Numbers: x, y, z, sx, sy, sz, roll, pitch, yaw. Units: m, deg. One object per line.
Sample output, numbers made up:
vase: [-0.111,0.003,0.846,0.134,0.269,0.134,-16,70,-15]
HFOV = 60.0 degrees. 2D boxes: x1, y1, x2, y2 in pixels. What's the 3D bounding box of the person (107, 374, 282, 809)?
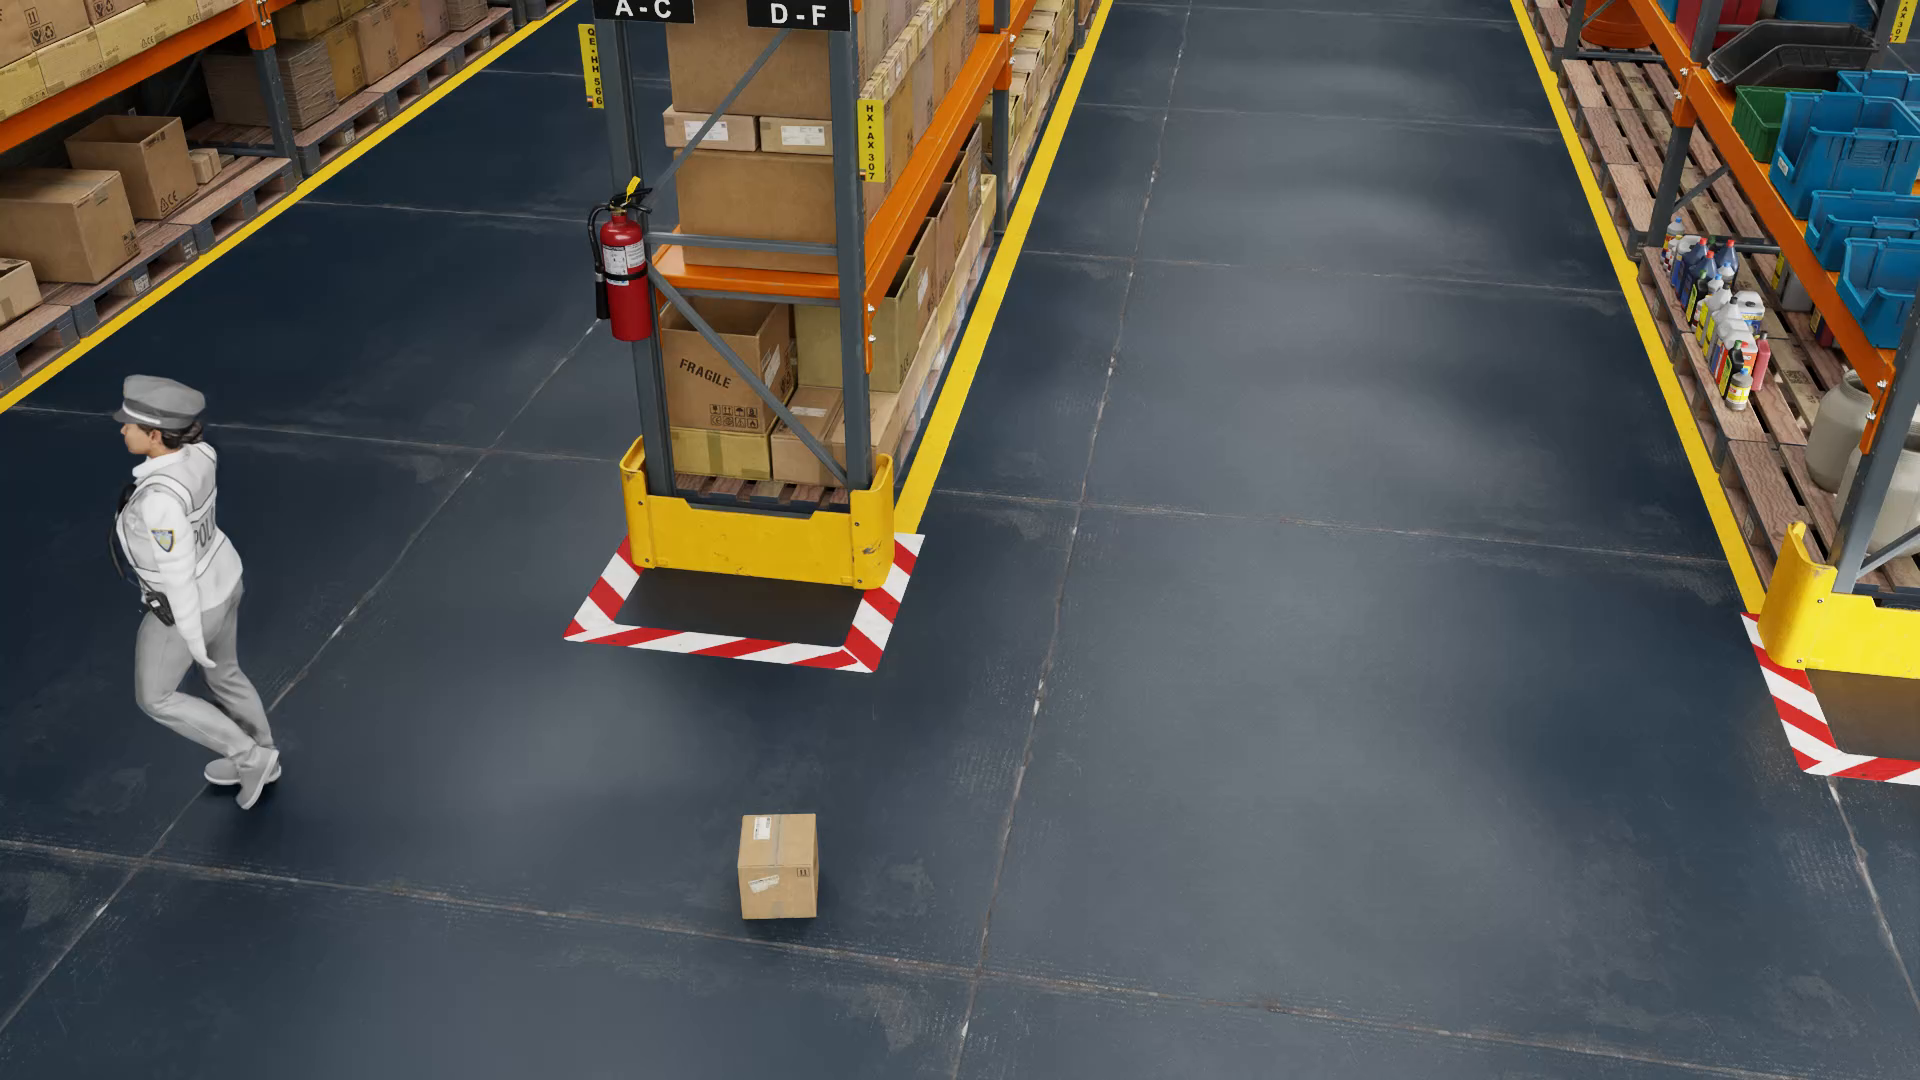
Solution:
person: [-2.669,0.204,5.753,0.435,1.690,0.488,0,33,0]
